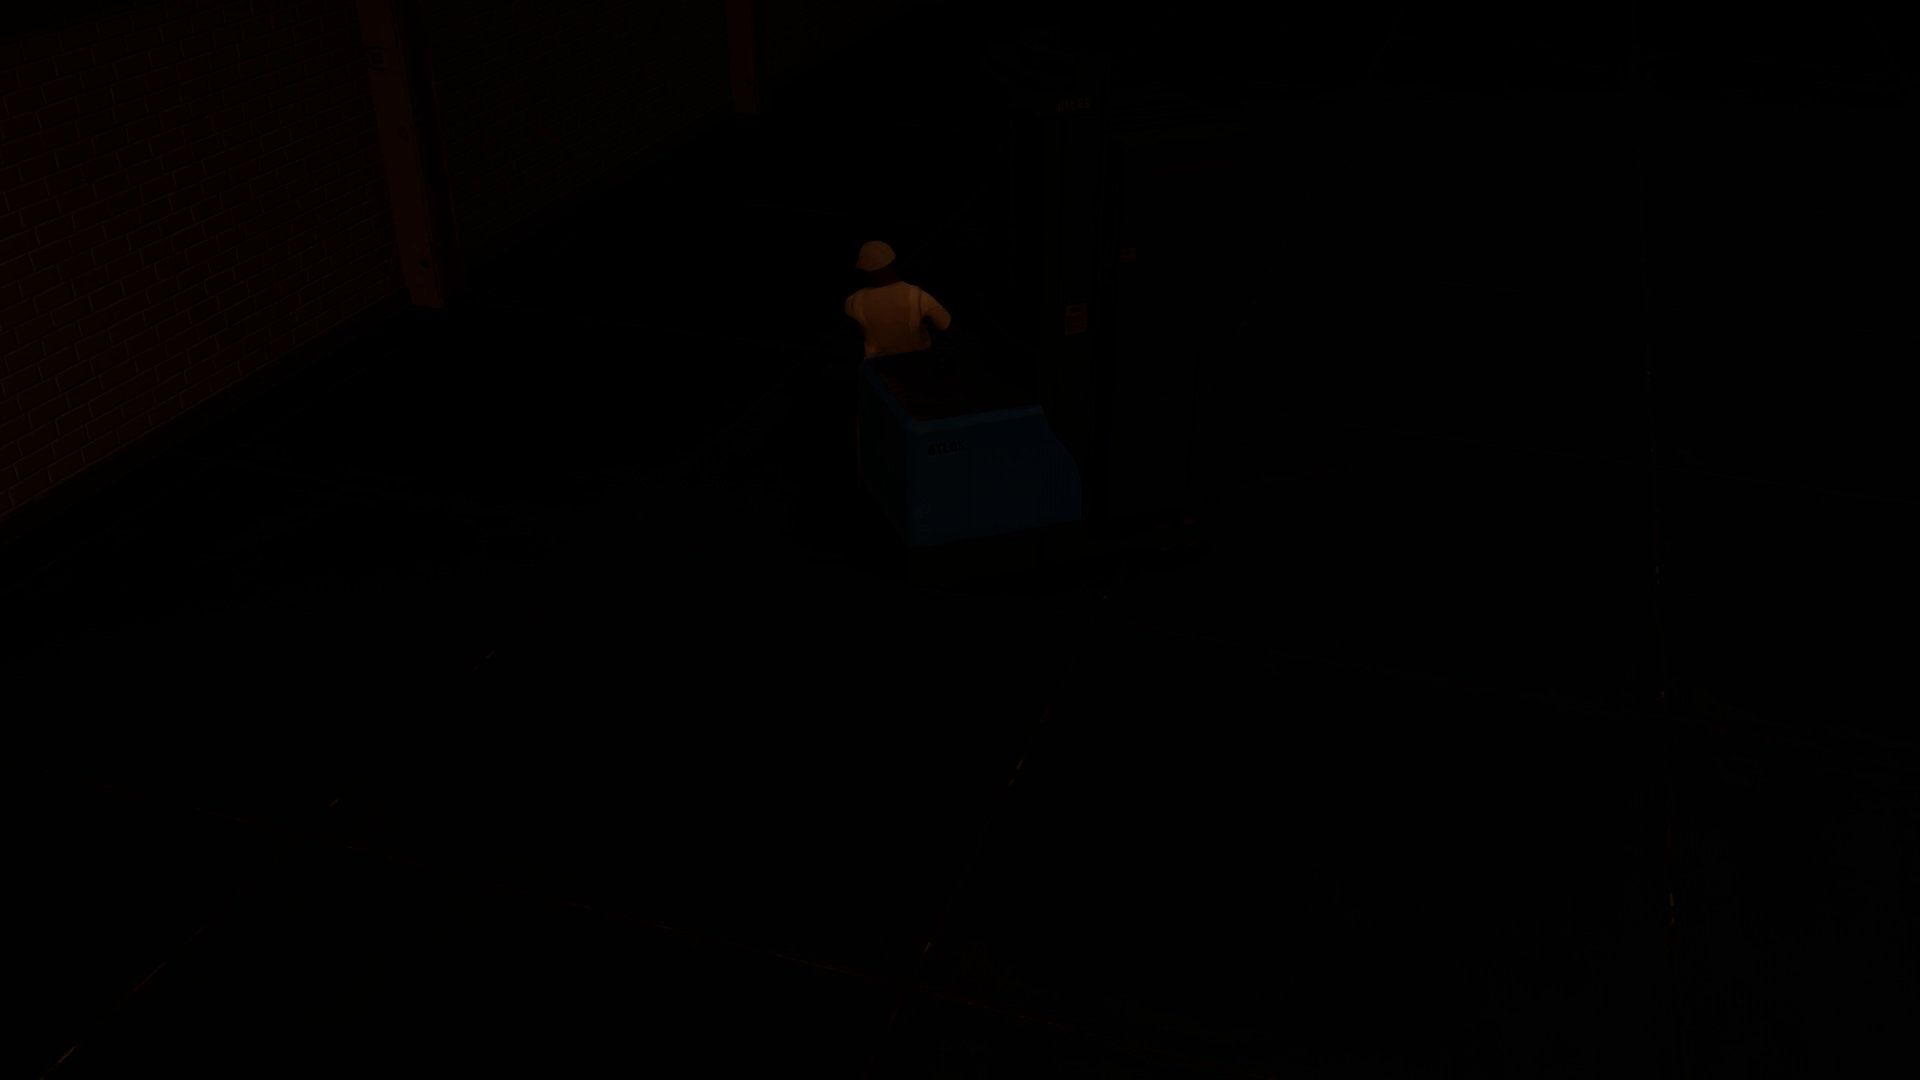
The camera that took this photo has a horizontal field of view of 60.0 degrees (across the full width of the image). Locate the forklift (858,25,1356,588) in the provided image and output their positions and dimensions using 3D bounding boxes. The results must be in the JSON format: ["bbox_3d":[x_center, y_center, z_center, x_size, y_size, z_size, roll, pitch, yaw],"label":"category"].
[{"bbox_3d":[0.958,-1.438,9.659,3.031,2.935,1.130,-10,31,-17],"label":"forklift"}]

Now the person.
[{"bbox_3d":[-0.301,-1.135,10.418,0.821,1.676,0.895,-2,30,-4],"label":"person"}]
